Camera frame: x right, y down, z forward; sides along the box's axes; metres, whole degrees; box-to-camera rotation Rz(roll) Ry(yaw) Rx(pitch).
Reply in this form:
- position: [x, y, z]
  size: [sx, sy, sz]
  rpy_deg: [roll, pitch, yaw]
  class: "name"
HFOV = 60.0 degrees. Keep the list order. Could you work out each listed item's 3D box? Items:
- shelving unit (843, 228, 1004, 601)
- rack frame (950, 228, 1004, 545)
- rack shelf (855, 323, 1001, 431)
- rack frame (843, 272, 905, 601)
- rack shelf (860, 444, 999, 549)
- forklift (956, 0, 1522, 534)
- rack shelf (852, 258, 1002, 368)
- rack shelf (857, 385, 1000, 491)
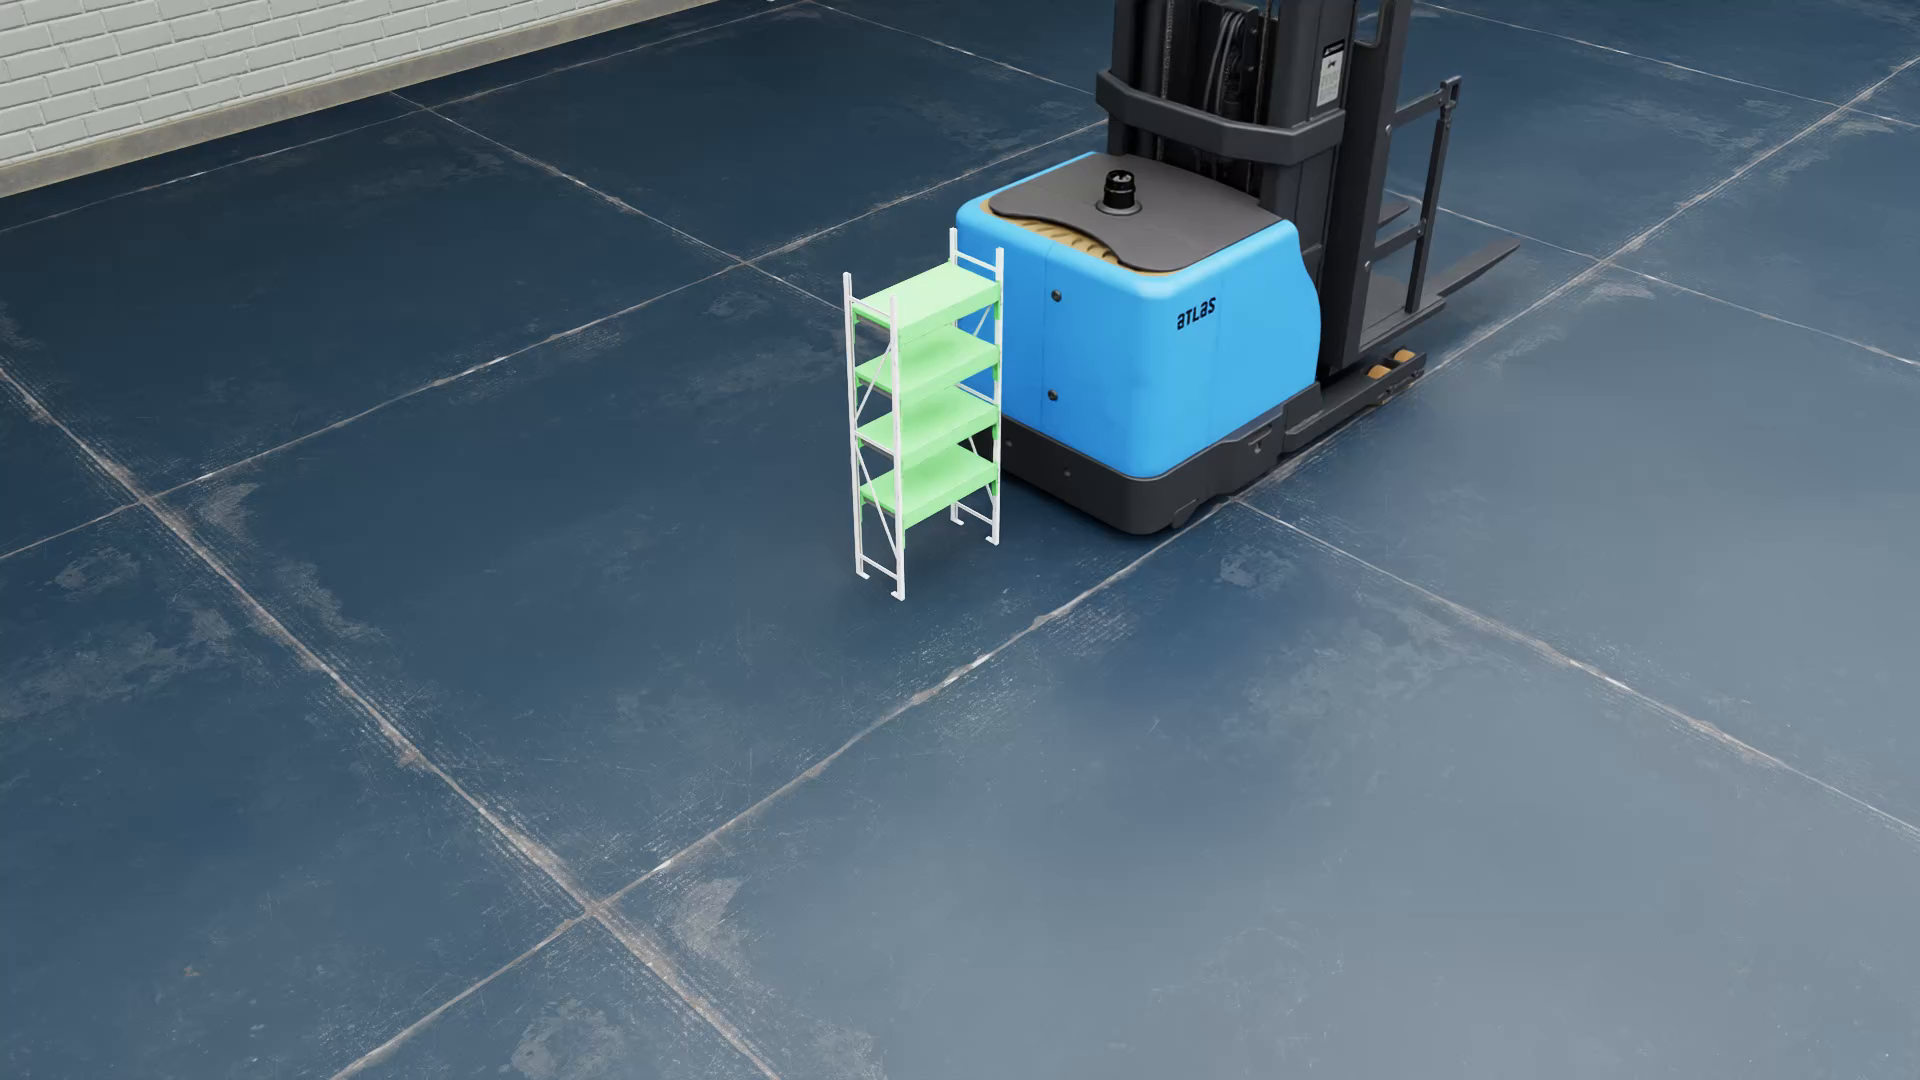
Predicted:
- position: [-0.117, -0.425, 5.810]
  size: [0.258, 1.200, 0.503]
  rpy_deg: [30, 45, 35]
  class: "shelving unit"
- position: [0.055, -0.524, 5.952]
  size: [0.240, 1.200, 0.015]
  rpy_deg: [30, 45, 35]
  class: "rack frame"
- position: [-0.117, -0.569, 5.710]
  size: [0.258, 0.148, 0.480]
  rpy_deg: [30, 45, 35]
  class: "rack shelf"
- position: [-0.289, -0.326, 5.668]
  size: [0.240, 1.200, 0.015]
  rpy_deg: [30, 45, 35]
  class: "rack frame"
- position: [-0.117, -0.176, 5.984]
  size: [0.258, 0.148, 0.480]
  rpy_deg: [30, 45, 35]
  class: "rack shelf"
- position: [1.365, -1.963, 6.502]
  size: [1.130, 2.935, 3.031]
  rpy_deg: [30, 45, 35]
  class: "forklift"
- position: [-0.117, -0.766, 5.572]
  size: [0.258, 0.148, 0.480]
  rpy_deg: [30, 45, 35]
  class: "rack shelf"
- position: [-0.117, -0.373, 5.847]
  size: [0.258, 0.148, 0.480]
  rpy_deg: [30, 45, 35]
  class: "rack shelf"
